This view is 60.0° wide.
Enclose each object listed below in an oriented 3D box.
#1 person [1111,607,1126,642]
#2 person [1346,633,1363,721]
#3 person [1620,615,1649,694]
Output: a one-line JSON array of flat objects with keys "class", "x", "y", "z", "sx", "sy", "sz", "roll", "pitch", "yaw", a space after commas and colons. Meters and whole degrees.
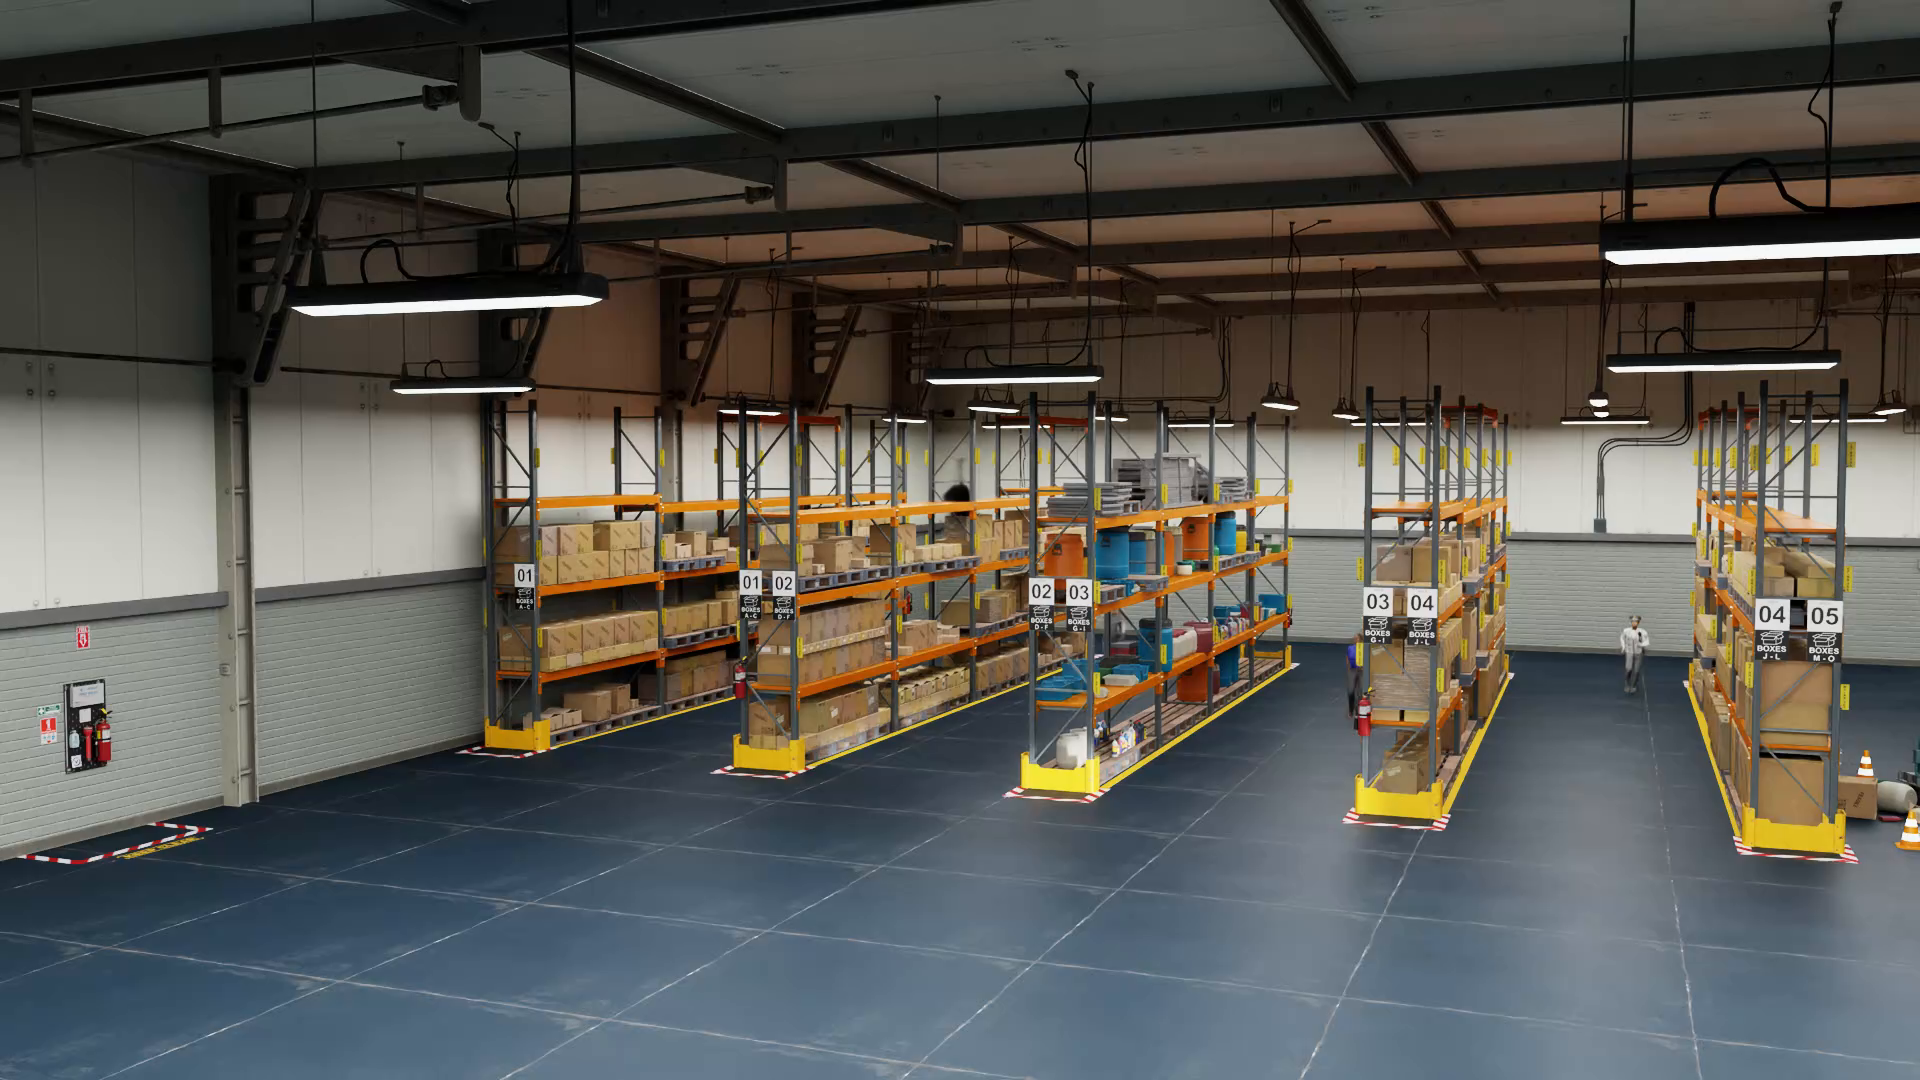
[{"class": "person", "x": 4.011, "y": 2.099, "z": 42.307, "sx": 0.528, "sy": 1.626, "sz": 0.823, "roll": -1, "pitch": 3, "yaw": -16}, {"class": "person", "x": 7.625, "y": 2.620, "z": 31.783, "sx": 0.554, "sy": 1.689, "sz": 0.718, "roll": 1, "pitch": 3, "yaw": 22}, {"class": "person", "x": 14.283, "y": 2.419, "z": 35.215, "sx": 0.581, "sy": 1.678, "sz": 0.655, "roll": 1, "pitch": 3, "yaw": 22}]
